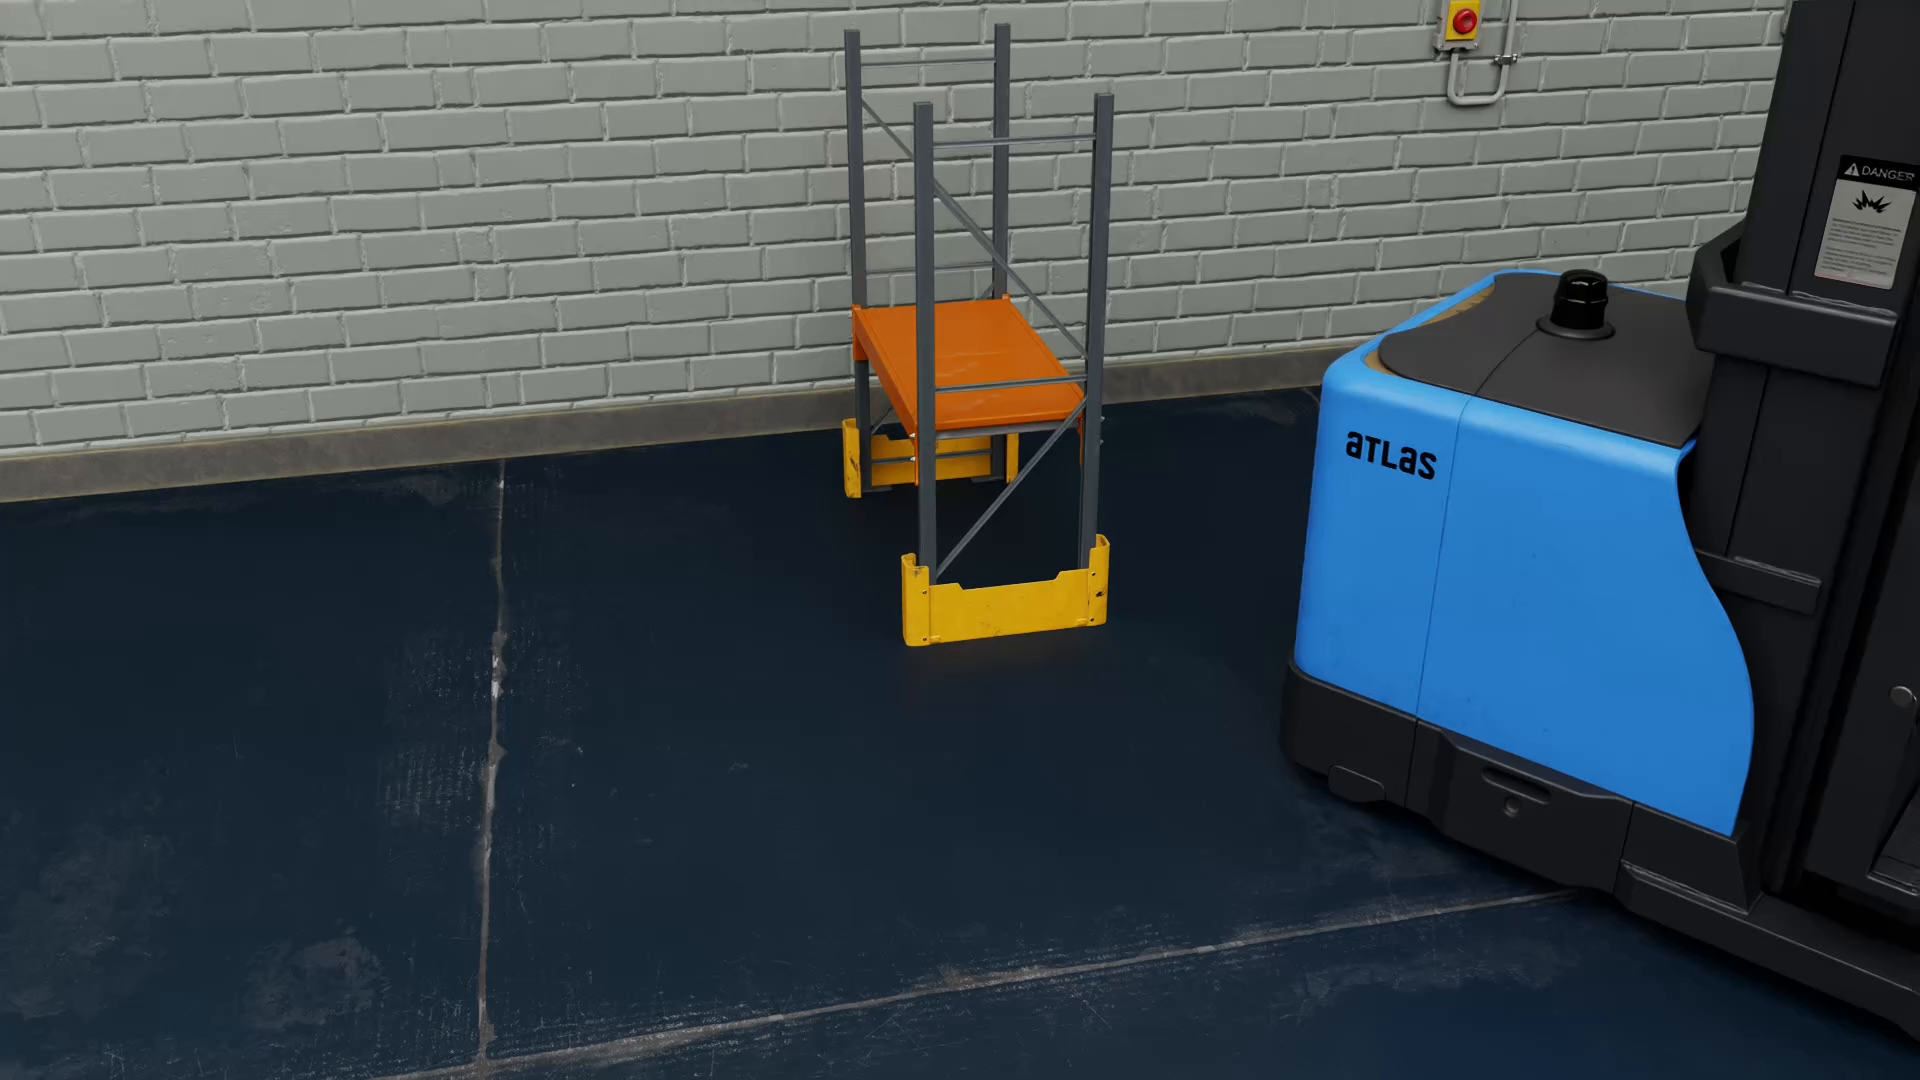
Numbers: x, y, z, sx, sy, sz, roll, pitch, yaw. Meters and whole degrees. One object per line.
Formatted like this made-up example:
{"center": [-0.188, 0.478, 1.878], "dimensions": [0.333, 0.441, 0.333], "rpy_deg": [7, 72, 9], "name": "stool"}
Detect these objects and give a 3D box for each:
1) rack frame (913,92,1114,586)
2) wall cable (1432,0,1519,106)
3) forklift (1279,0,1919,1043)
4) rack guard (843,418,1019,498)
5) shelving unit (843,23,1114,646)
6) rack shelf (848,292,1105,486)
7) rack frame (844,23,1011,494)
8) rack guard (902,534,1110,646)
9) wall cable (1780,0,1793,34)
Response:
{"center": [0.134, -0.409, 4.396], "dimensions": [0.500, 1.500, 0.032], "rpy_deg": [-6, 27, -12], "name": "rack frame"}
{"center": [1.746, -2.425, 5.564], "dimensions": [0.585, 1.953, 0.123], "rpy_deg": [-6, 27, -12], "name": "wall cable"}
{"center": [2.236, -0.472, 2.933], "dimensions": [3.031, 2.935, 1.130], "rpy_deg": [21, 33, 35], "name": "forklift"}
{"center": [-0.095, -0.297, 5.561], "dimensions": [0.587, 0.250, 0.087], "rpy_deg": [-6, 27, -12], "name": "rack guard"}
{"center": [0.017, -0.636, 4.846], "dimensions": [0.587, 1.500, 1.083], "rpy_deg": [-6, 27, -12], "name": "shelving unit"}
{"center": [0.019, -0.472, 4.919], "dimensions": [0.538, 0.185, 1.000], "rpy_deg": [-6, 27, -12], "name": "rack shelf"}
{"center": [-0.095, -0.855, 5.280], "dimensions": [0.500, 1.500, 0.032], "rpy_deg": [-6, 27, -12], "name": "rack frame"}
{"center": [0.129, 0.141, 4.694], "dimensions": [0.587, 0.250, 0.087], "rpy_deg": [-6, 27, -12], "name": "rack guard"}
{"center": [3.125, -2.560, 5.866], "dimensions": [0.588, 1.984, 0.122], "rpy_deg": [-6, 27, -12], "name": "wall cable"}
